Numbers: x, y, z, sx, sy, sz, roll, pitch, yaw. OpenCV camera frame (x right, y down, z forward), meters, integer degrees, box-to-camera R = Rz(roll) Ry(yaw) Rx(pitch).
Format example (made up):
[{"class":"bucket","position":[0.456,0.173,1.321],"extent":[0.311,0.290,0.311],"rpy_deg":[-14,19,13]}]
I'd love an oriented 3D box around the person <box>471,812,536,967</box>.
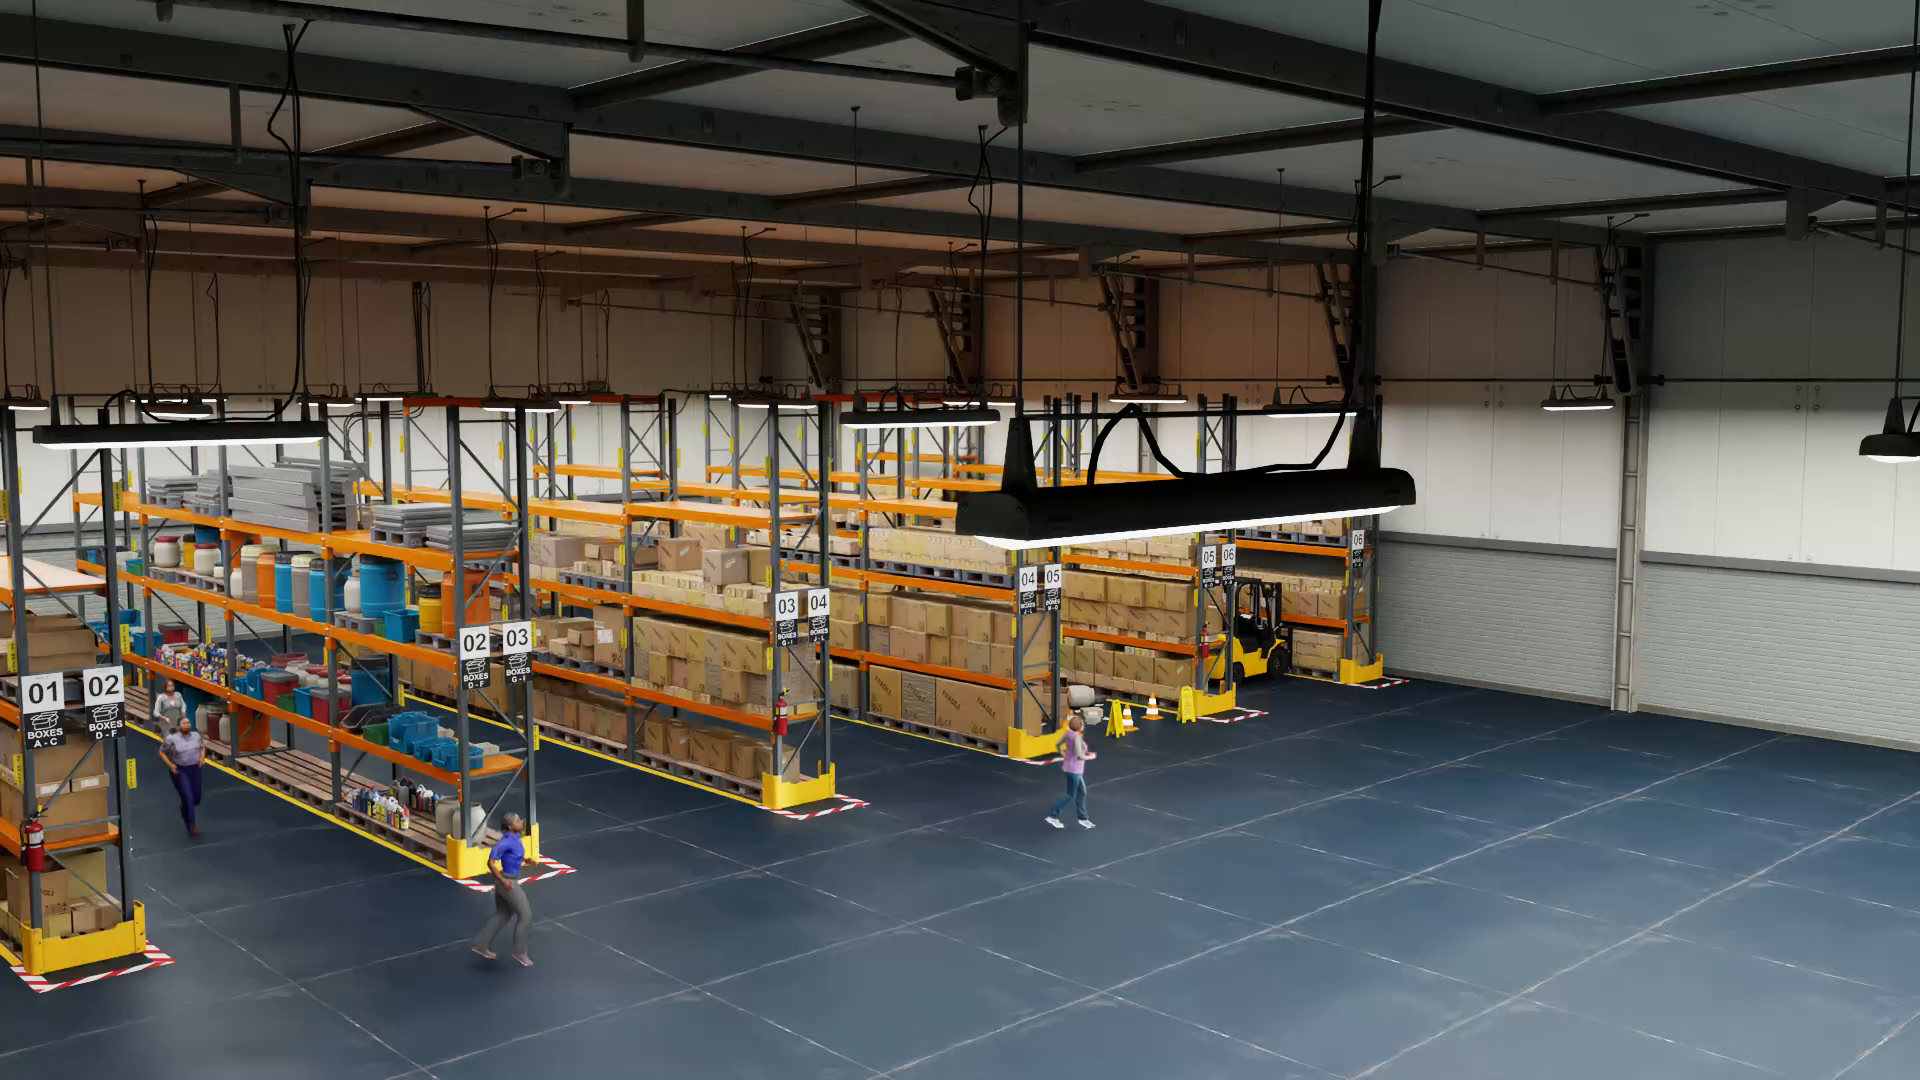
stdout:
[{"class":"person","position":[-4.939,3.788,17.998],"extent":[0.699,1.727,0.601],"rpy_deg":[-1,6,-13]}]

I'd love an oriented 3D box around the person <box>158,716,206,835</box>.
[{"class":"person","position":[-10.882,3.272,23.331],"extent":[0.726,1.640,0.613],"rpy_deg":[5,7,41]}]

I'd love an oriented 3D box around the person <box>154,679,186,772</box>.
[{"class":"person","position":[-12.555,2.987,26.529],"extent":[0.510,1.556,0.519],"rpy_deg":[-5,7,-42]}]

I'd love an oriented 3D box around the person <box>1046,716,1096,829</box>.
[{"class":"person","position":[1.561,3.278,23.341],"extent":[0.745,1.637,0.556],"rpy_deg":[-1,6,-11]}]
